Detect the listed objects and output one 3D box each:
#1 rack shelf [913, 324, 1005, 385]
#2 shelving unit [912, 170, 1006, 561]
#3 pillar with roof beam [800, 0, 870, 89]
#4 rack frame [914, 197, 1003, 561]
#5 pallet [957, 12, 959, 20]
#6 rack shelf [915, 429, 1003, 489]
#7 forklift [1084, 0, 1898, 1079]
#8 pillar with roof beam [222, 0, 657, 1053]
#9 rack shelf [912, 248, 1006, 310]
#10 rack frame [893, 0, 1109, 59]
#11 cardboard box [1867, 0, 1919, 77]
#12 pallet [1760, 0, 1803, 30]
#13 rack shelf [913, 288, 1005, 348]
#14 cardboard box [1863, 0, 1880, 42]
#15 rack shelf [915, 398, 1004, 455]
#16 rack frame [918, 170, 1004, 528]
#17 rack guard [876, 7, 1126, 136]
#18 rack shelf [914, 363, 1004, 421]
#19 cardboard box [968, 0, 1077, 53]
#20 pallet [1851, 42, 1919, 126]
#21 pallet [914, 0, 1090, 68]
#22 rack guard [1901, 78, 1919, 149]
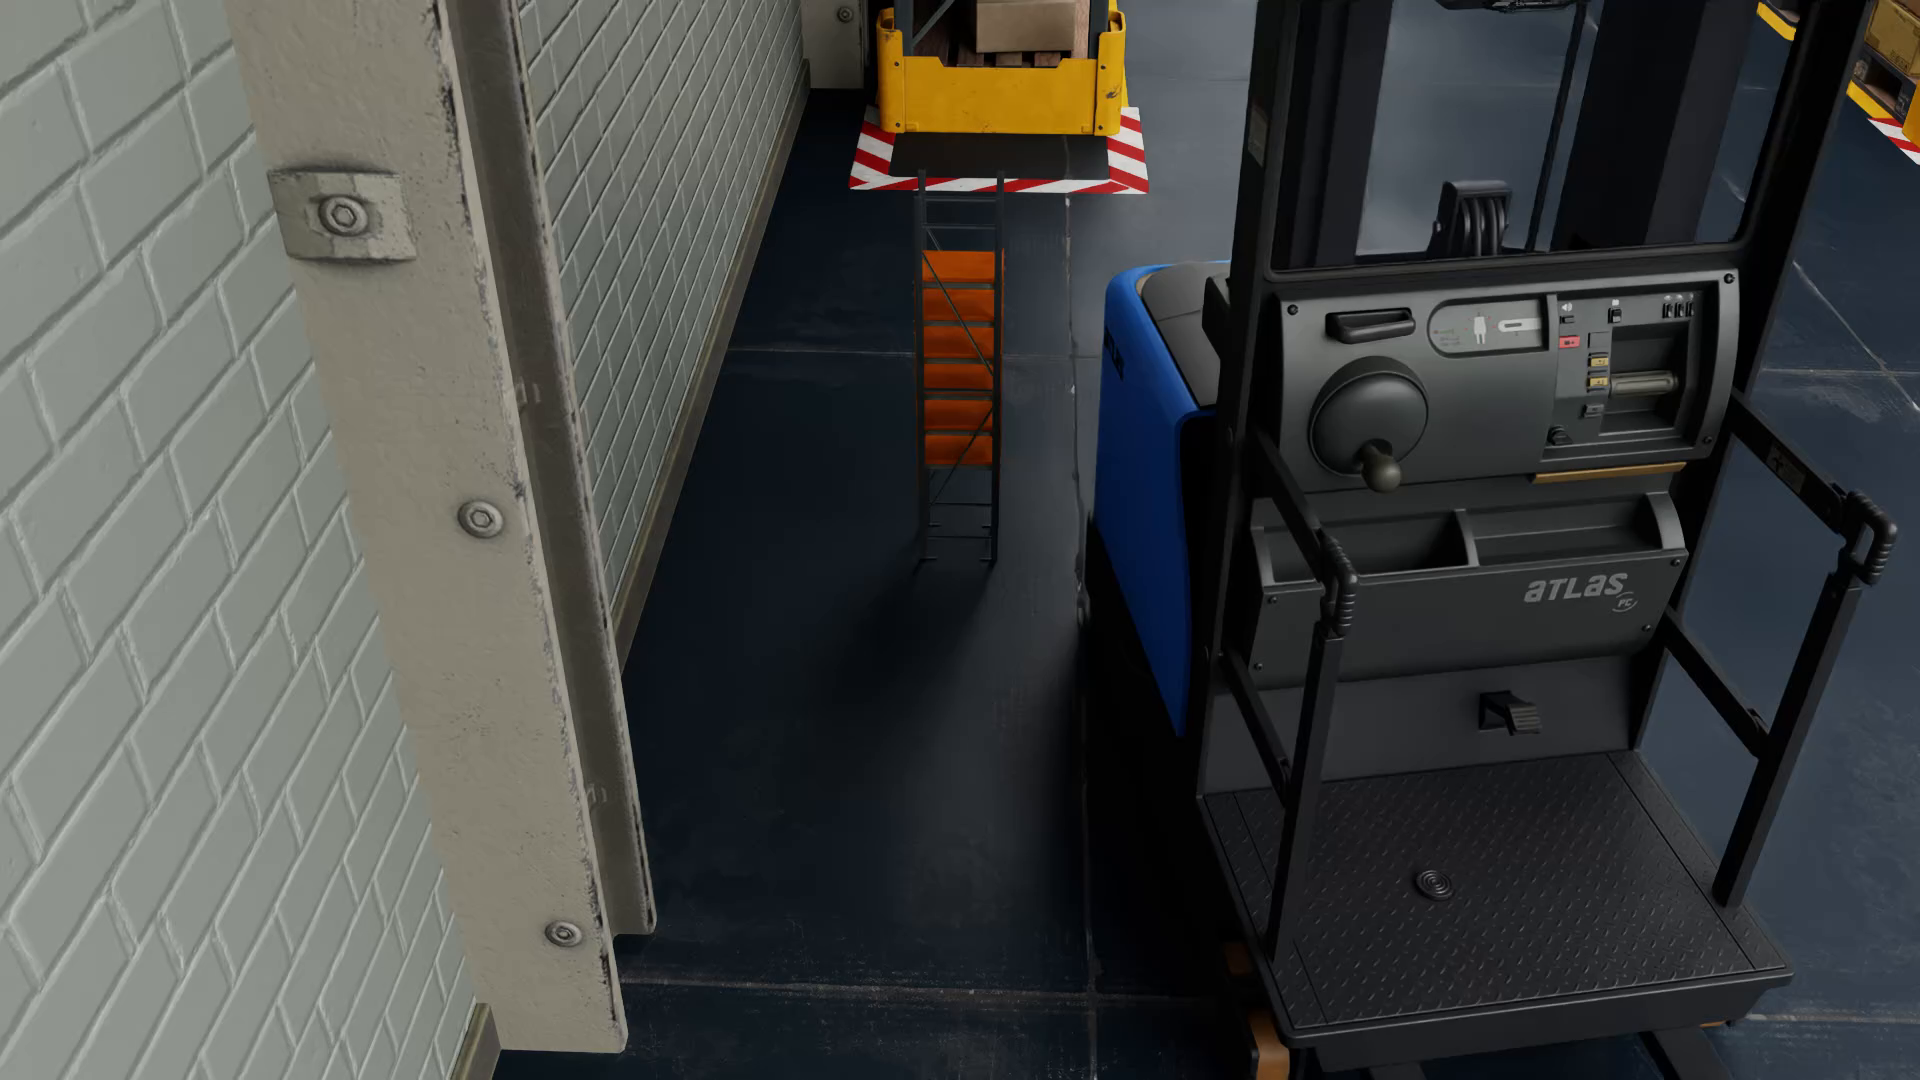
[{"bbox_3d":[-0.001,-0.544,4.850,0.258,0.103,0.180,1,35,2],"label":"rack shelf"},{"bbox_3d":[-0.001,-0.483,4.893,0.258,1.200,0.189,1,35,2],"label":"shelving unit"},{"bbox_3d":[3.658,-6.022,5.992,9.100,9.000,0.400,1,35,2],"label":"pillar with roof beam"},{"bbox_3d":[-0.004,-0.430,4.818,0.240,1.200,0.006,1,35,2],"label":"rack frame"},{"bbox_3d":[0.315,-3.312,9.780,1.003,0.211,1.213,1,35,2],"label":"pallet"},{"bbox_3d":[-0.001,-0.250,5.057,0.258,0.103,0.180,1,35,2],"label":"rack shelf"},{"bbox_3d":[1.100,-0.251,3.058,1.130,2.935,3.031,-5,35,-7],"label":"forklift"},{"bbox_3d":[3.417,-2.575,1.087,9.100,9.000,0.400,1,35,2],"label":"pillar with roof beam"},{"bbox_3d":[-0.001,-0.741,4.712,0.258,0.103,0.180,1,35,2],"label":"rack shelf"},{"bbox_3d":[0.192,-3.245,7.258,1.000,3.000,0.127,1,35,2],"label":"rack frame"},{"bbox_3d":[4.869,-2.494,8.216,0.500,0.250,0.500,1,35,2],"label":"cardboard box"},{"bbox_3d":[5.183,-3.131,9.521,1.003,0.211,1.213,1,35,2],"label":"pallet"},{"bbox_3d":[-0.001,-0.643,4.781,0.258,0.103,0.180,1,35,2],"label":"rack shelf"},{"bbox_3d":[4.877,-2.782,8.625,0.500,0.250,0.500,1,35,2],"label":"cardboard box"},{"bbox_3d":[-0.001,-0.348,4.988,0.258,0.103,0.180,1,35,2],"label":"rack shelf"},{"bbox_3d":[0.003,-0.535,4.968,0.240,1.200,0.006,1,35,2],"label":"rack frame"},{"bbox_3d":[0.195,-2.266,8.039,1.175,0.500,0.348,1,35,2],"label":"rack guard"},{"bbox_3d":[-0.001,-0.446,4.919,0.258,0.103,0.180,1,35,2],"label":"rack shelf"},{"bbox_3d":[0.310,-2.720,8.467,0.500,0.311,0.500,-2,35,-3],"label":"cardboard box"},{"bbox_3d":[5.131,-2.432,8.527,1.003,0.211,1.213,1,35,2],"label":"pallet"},{"bbox_3d":[0.263,-2.613,8.785,1.003,0.211,1.213,1,35,2],"label":"pallet"},{"bbox_3d":[5.141,-2.096,7.797,1.175,0.500,0.348,1,35,2],"label":"rack guard"}]
